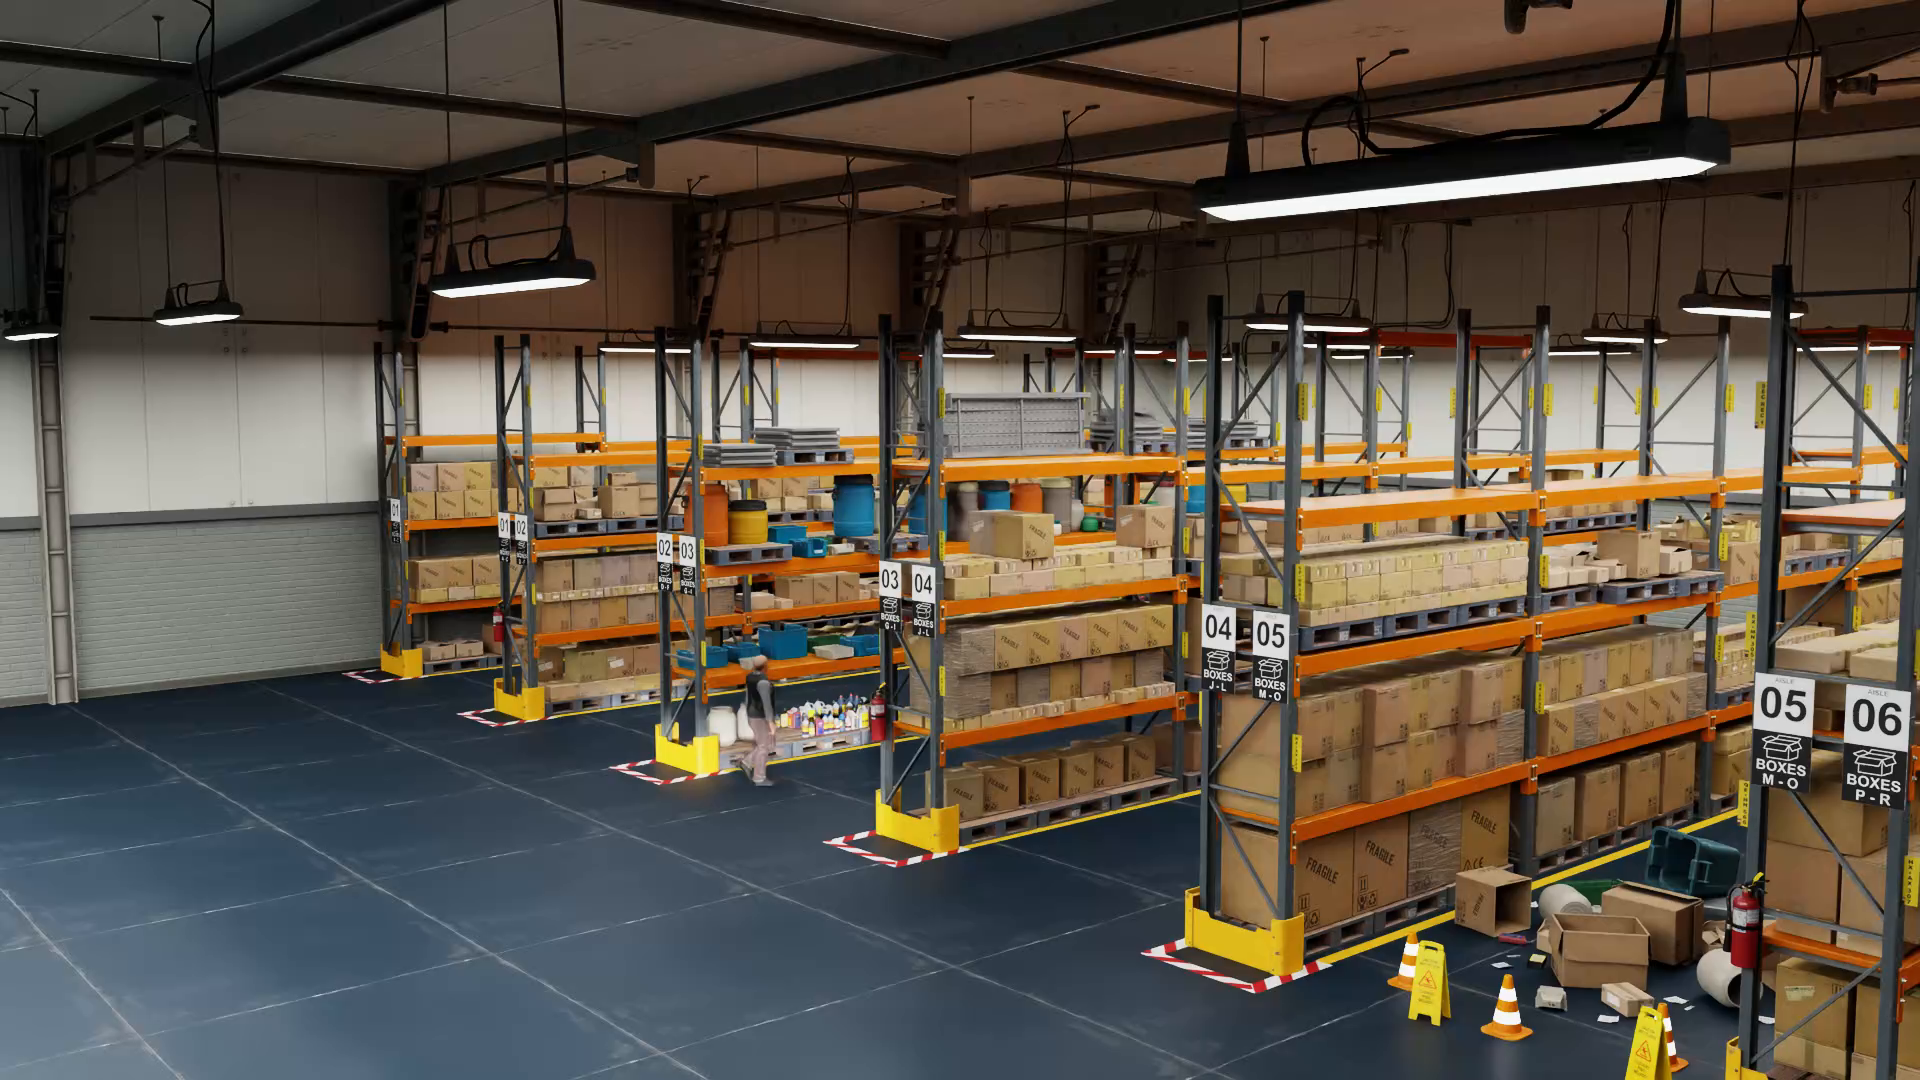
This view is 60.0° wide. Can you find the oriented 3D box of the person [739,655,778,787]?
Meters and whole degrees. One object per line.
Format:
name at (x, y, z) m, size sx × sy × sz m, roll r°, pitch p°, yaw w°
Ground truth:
person at (-2.624, 2.337, 21.570) m, size 0.499 × 1.713 × 0.527 m, roll -1°, pitch 5°, yaw -8°
